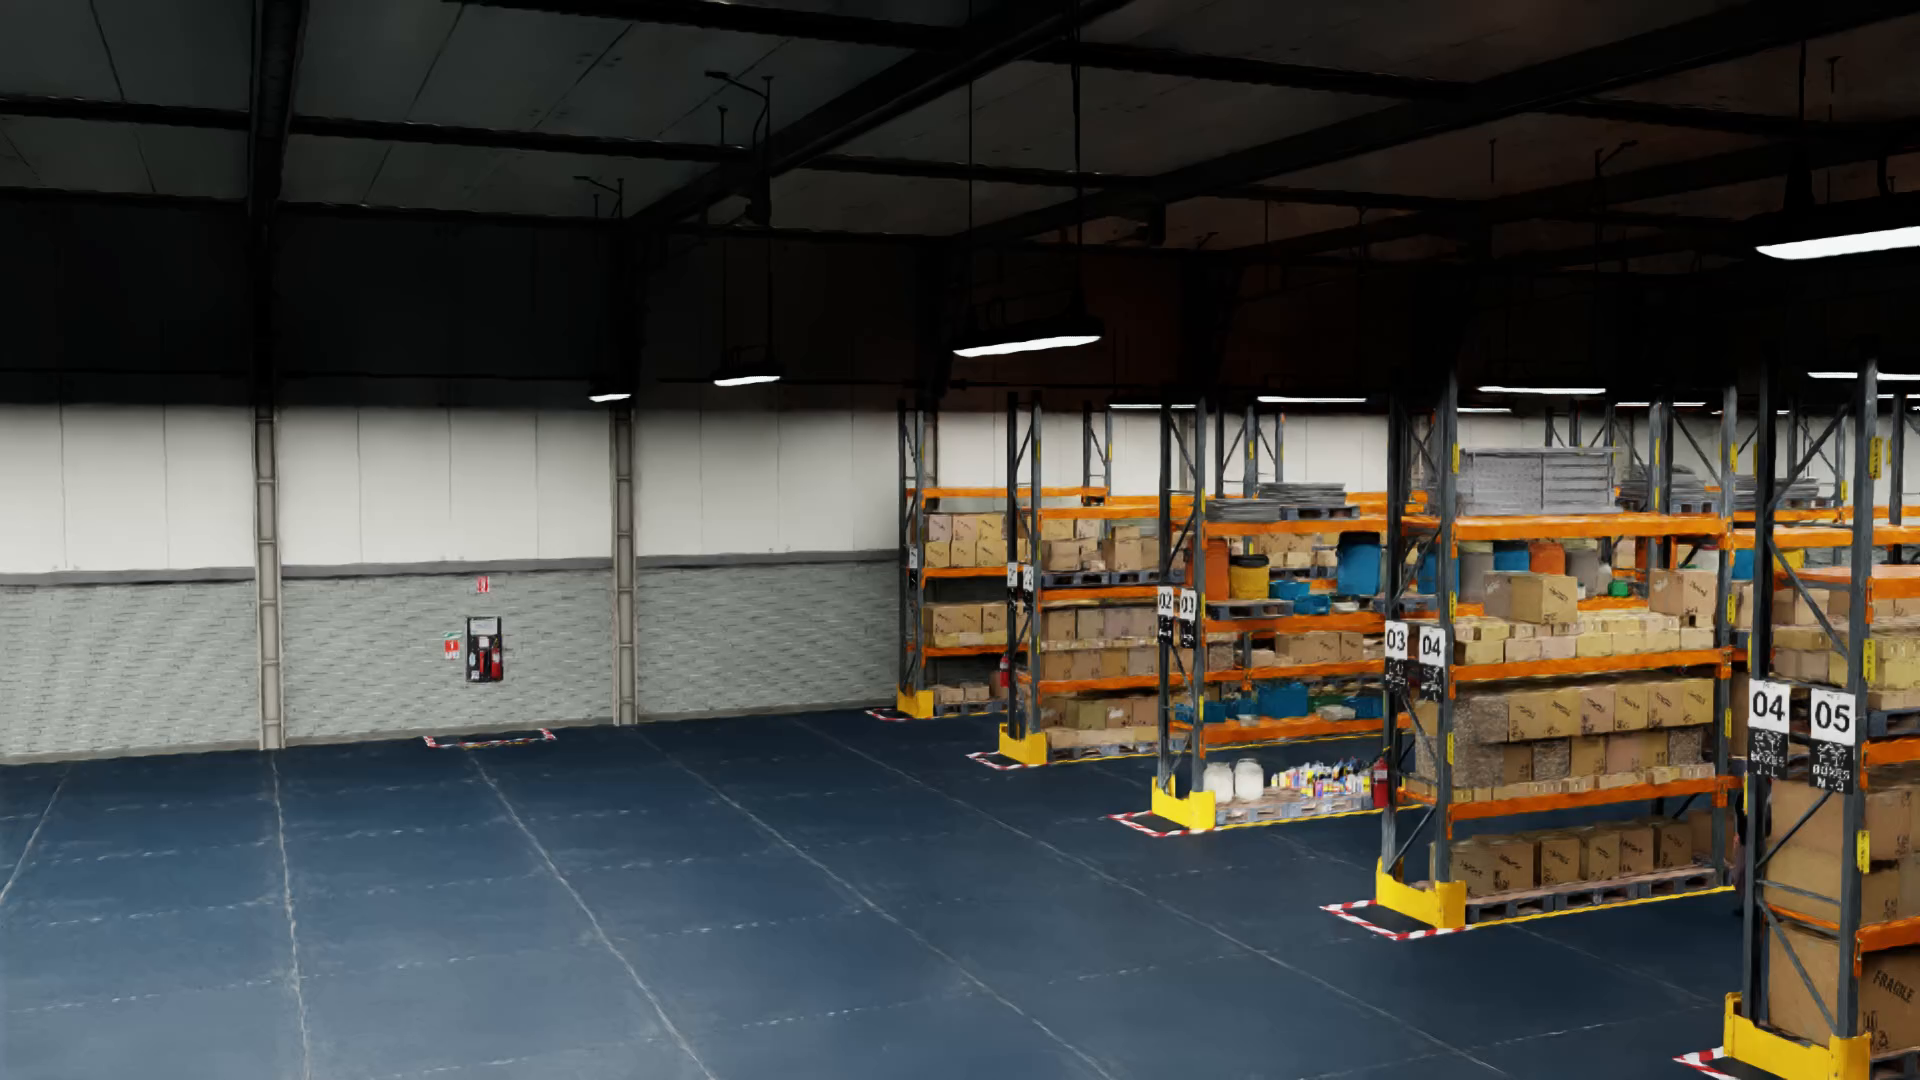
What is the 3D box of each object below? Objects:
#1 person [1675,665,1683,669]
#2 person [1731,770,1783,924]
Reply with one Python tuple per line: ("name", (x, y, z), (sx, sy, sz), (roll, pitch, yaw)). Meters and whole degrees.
("person", (15.365, 2.285, 35.005), (0.989, 1.620, 0.444), (-1, 3, -13))
("person", (8.594, 3.285, 17.896), (0.534, 1.674, 0.677), (-2, 4, -25))
